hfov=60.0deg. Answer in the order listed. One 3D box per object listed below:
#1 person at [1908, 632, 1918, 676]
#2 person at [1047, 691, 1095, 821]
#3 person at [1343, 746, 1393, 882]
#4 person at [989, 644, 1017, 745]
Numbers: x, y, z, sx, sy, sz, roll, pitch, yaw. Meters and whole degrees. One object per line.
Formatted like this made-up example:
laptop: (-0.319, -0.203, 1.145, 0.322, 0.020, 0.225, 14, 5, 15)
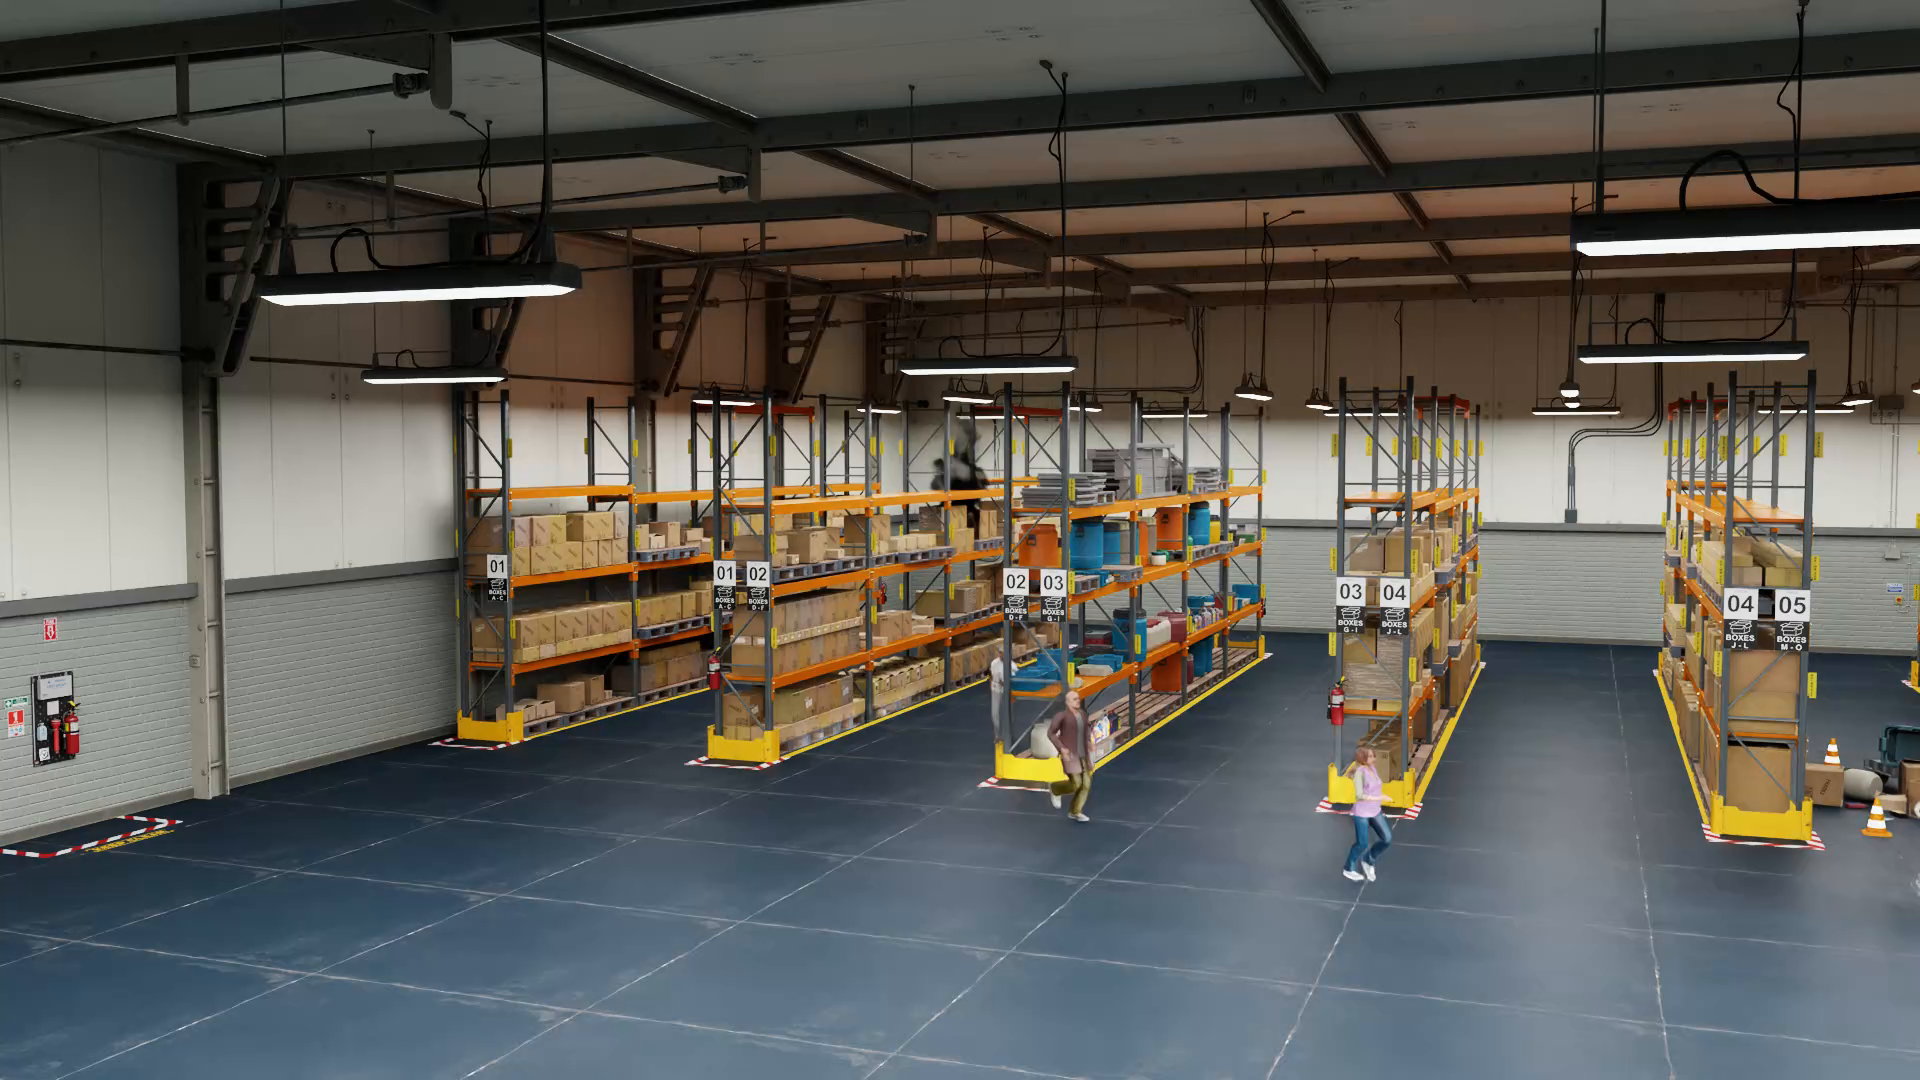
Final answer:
person: (21.018, 2.203, 36.152, 0.665, 1.606, 0.830, -3, 4, -40)
person: (1.507, 2.903, 22.443, 0.714, 1.736, 0.666, -2, 4, -38)
person: (4.686, 3.147, 19.055, 0.511, 1.571, 0.637, -3, 4, -40)
person: (0.718, 2.613, 28.197, 0.536, 1.726, 0.788, 1, 3, 14)
